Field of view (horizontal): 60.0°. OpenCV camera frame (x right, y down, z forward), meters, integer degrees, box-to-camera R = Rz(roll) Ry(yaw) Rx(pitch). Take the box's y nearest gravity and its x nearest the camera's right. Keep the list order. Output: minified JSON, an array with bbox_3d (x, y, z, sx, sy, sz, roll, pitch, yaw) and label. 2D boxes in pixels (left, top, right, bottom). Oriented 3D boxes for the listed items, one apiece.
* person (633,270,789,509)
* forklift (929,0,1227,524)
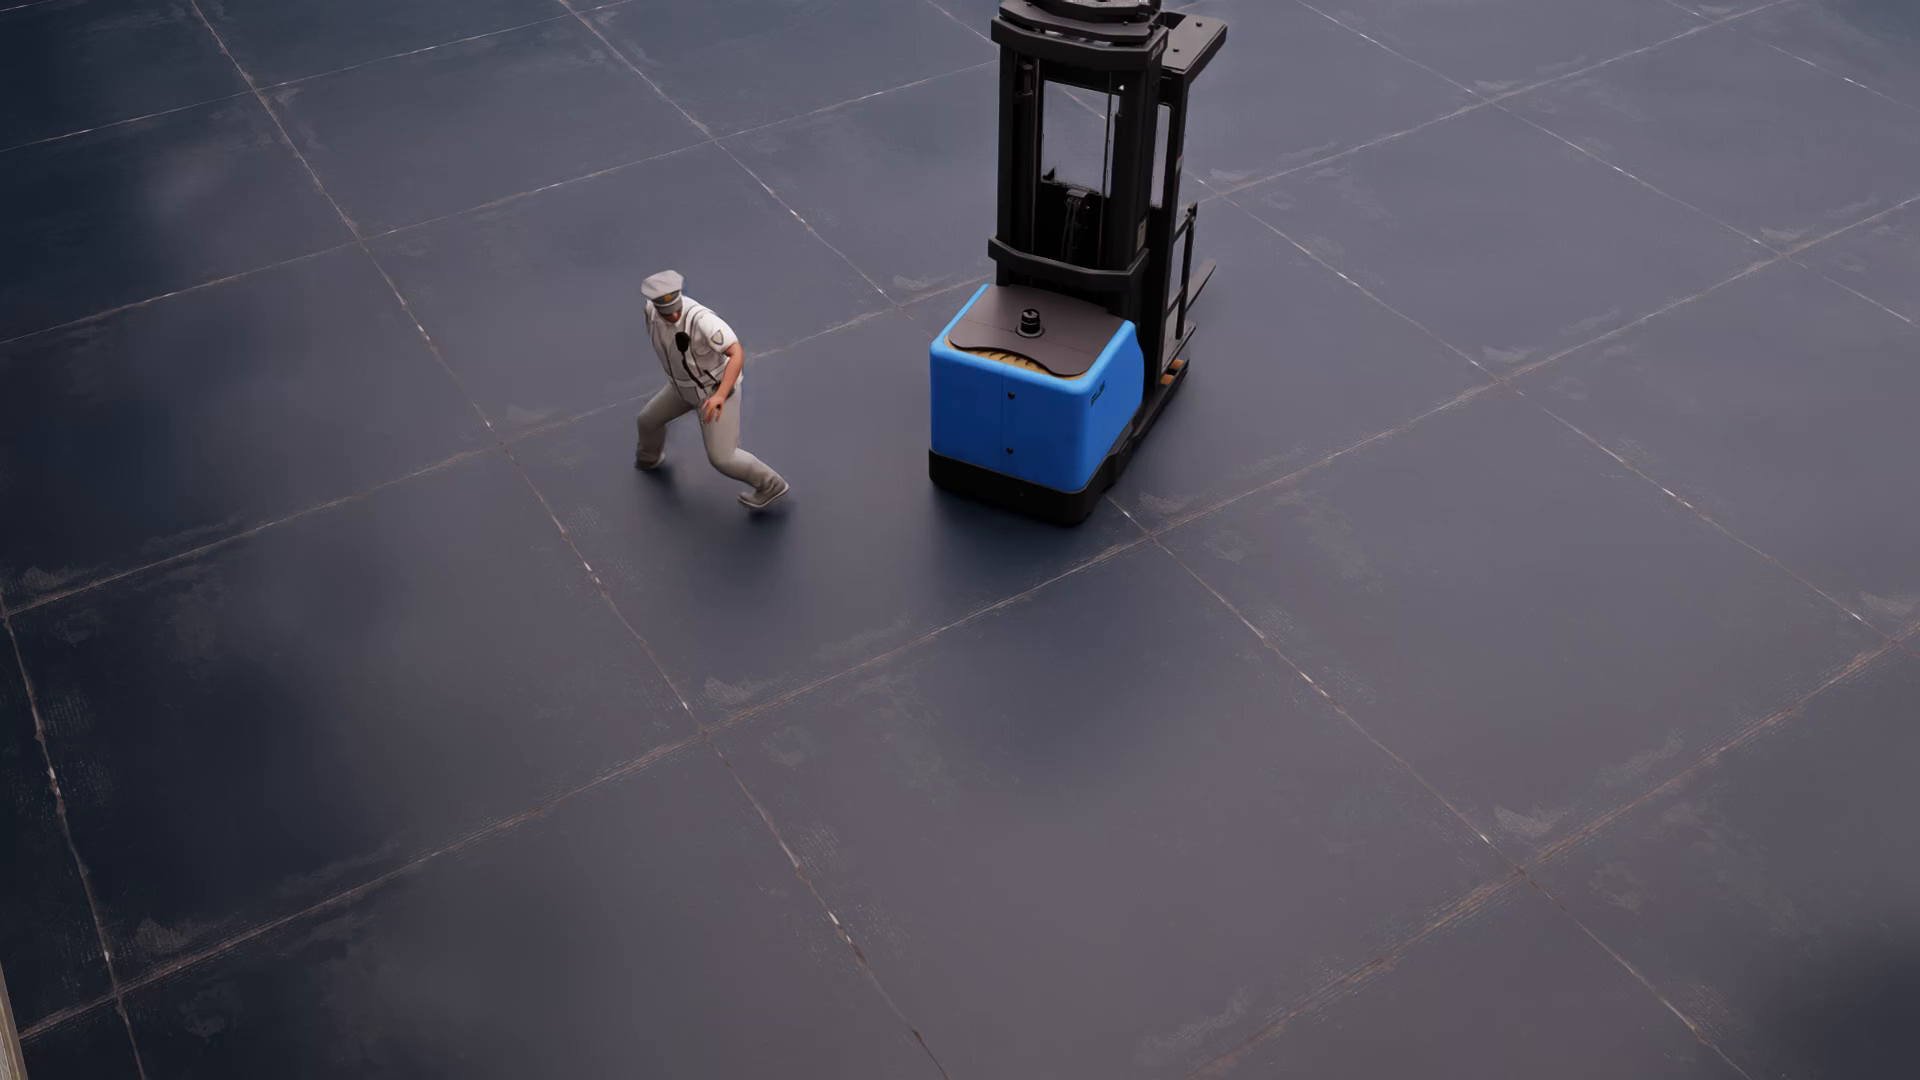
[{"bbox_3d":[-1.639,-0.911,10.021,0.538,1.705,1.150,-33,51,-32],"label":"person"},{"bbox_3d":[0.903,-2.171,10.355,1.130,2.935,3.031,18,44,19],"label":"forklift"}]
